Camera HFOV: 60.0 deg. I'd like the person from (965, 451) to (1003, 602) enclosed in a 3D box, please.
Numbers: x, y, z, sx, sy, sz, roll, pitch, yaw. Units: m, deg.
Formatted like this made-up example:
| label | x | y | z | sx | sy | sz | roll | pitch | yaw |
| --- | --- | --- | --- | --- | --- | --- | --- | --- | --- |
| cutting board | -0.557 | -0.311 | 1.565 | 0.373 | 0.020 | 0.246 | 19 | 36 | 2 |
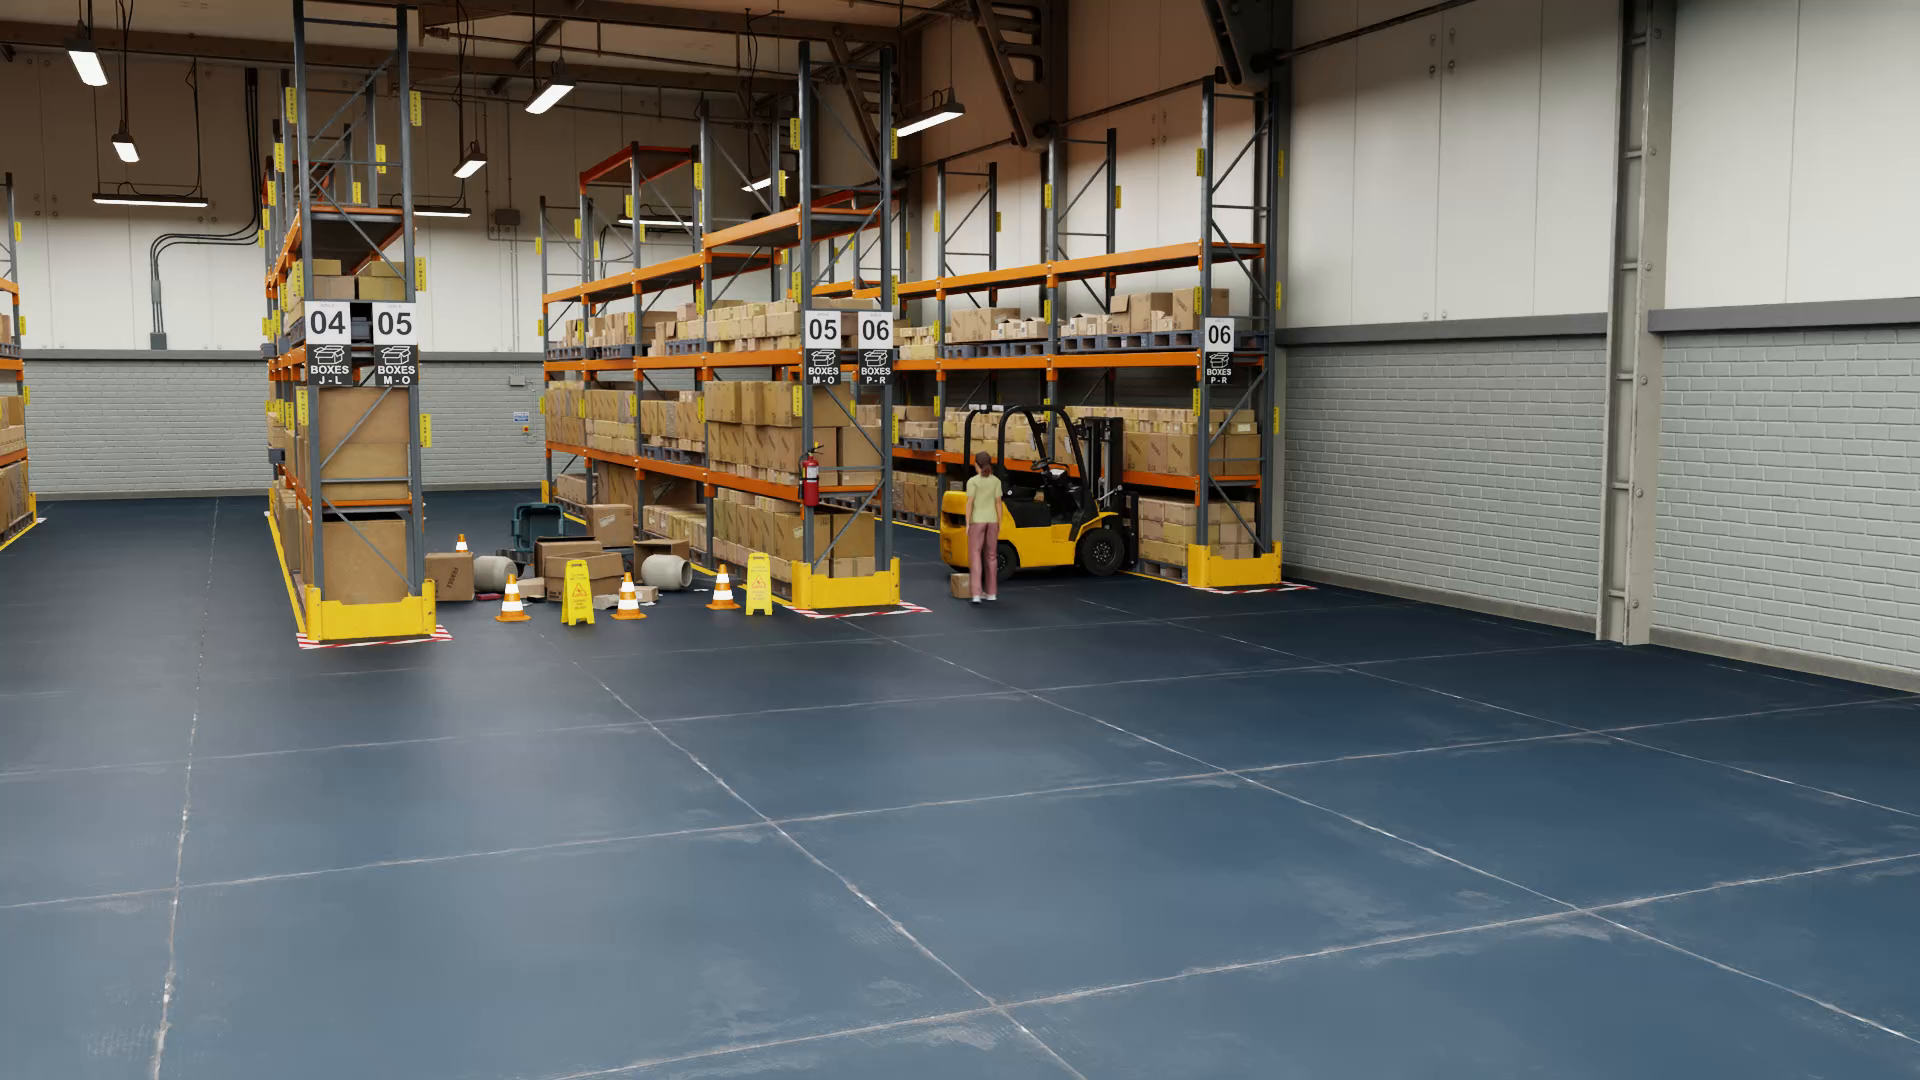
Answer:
| label | x | y | z | sx | sy | sz | roll | pitch | yaw |
| --- | --- | --- | --- | --- | --- | --- | --- | --- | --- |
| person | 0.236 | -0.146 | 18.519 | 0.451 | 1.695 | 0.430 | -2 | 6 | -24 |
